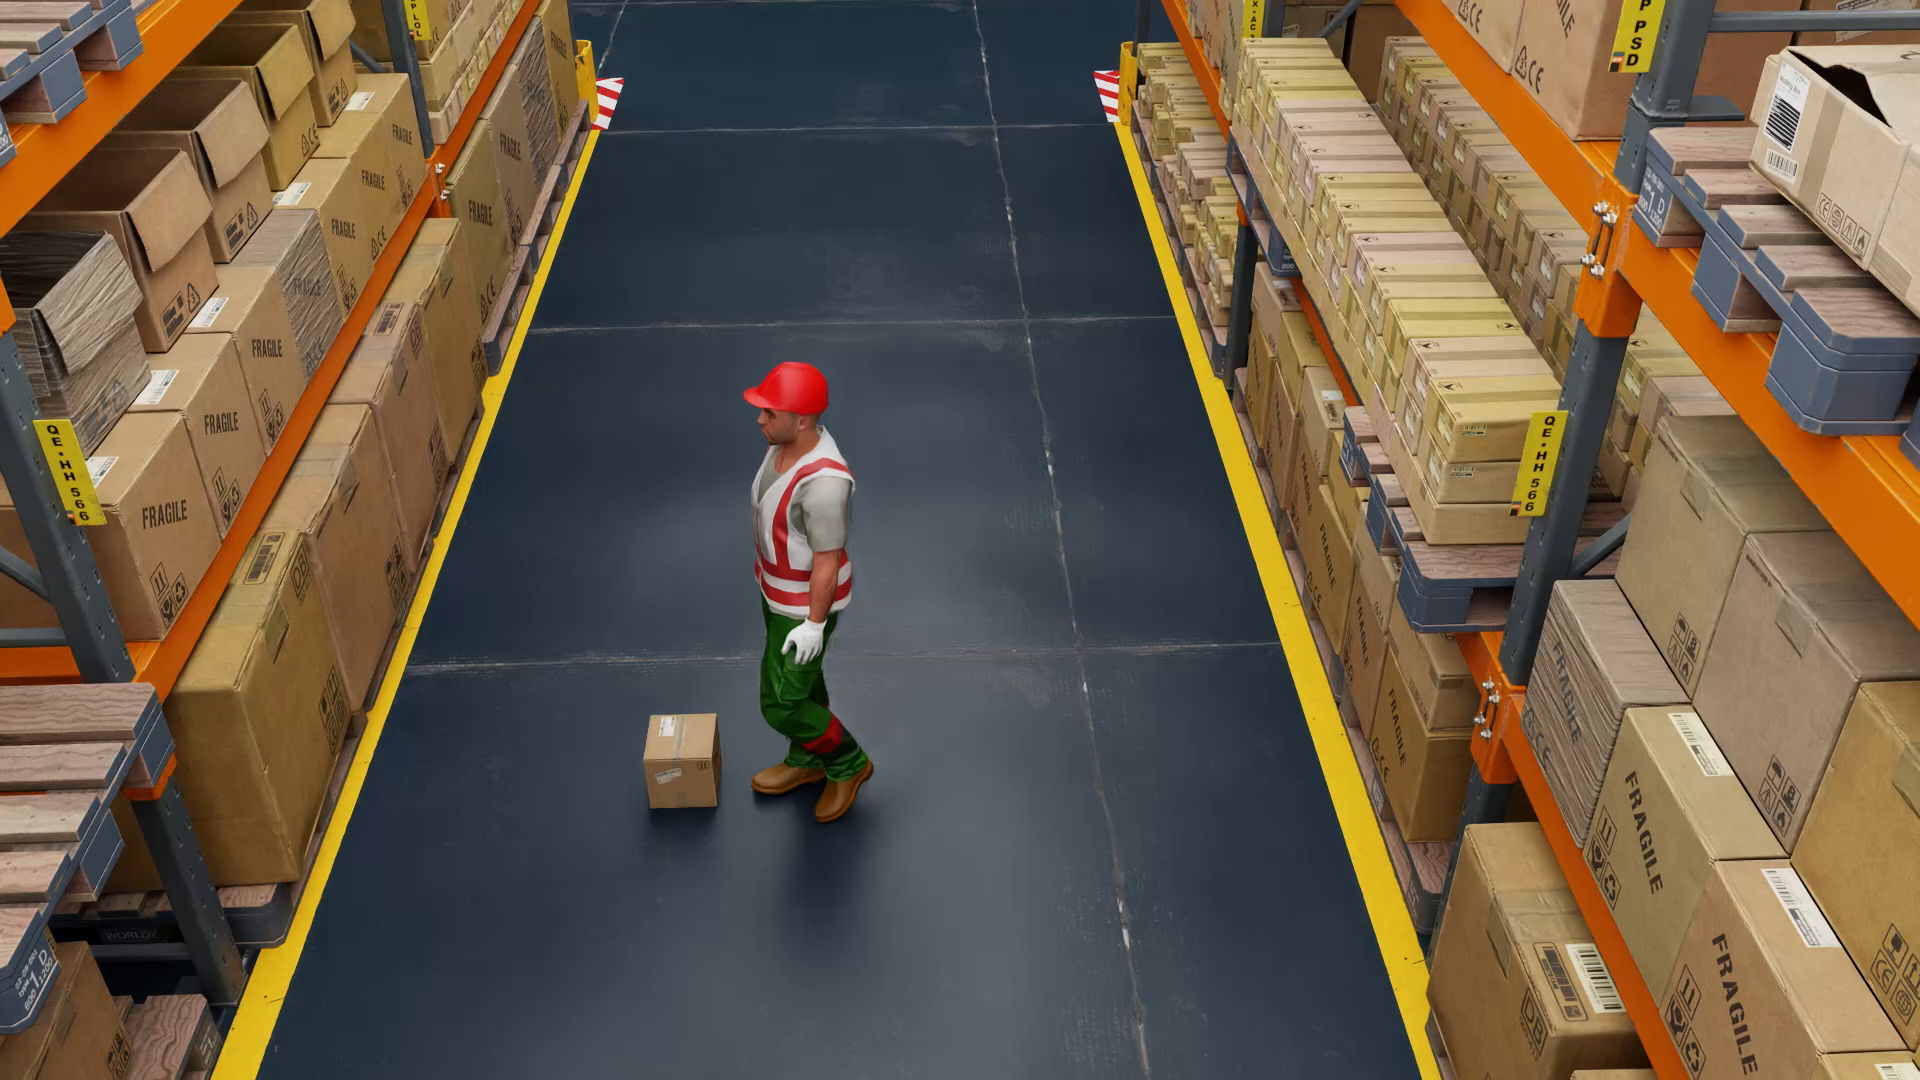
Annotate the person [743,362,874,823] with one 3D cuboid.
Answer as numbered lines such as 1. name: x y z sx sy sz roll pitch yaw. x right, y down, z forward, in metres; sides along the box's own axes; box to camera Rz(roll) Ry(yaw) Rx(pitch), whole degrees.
1. person: -0.582 0.186 5.843 0.441 1.795 0.545 -12 37 -17
